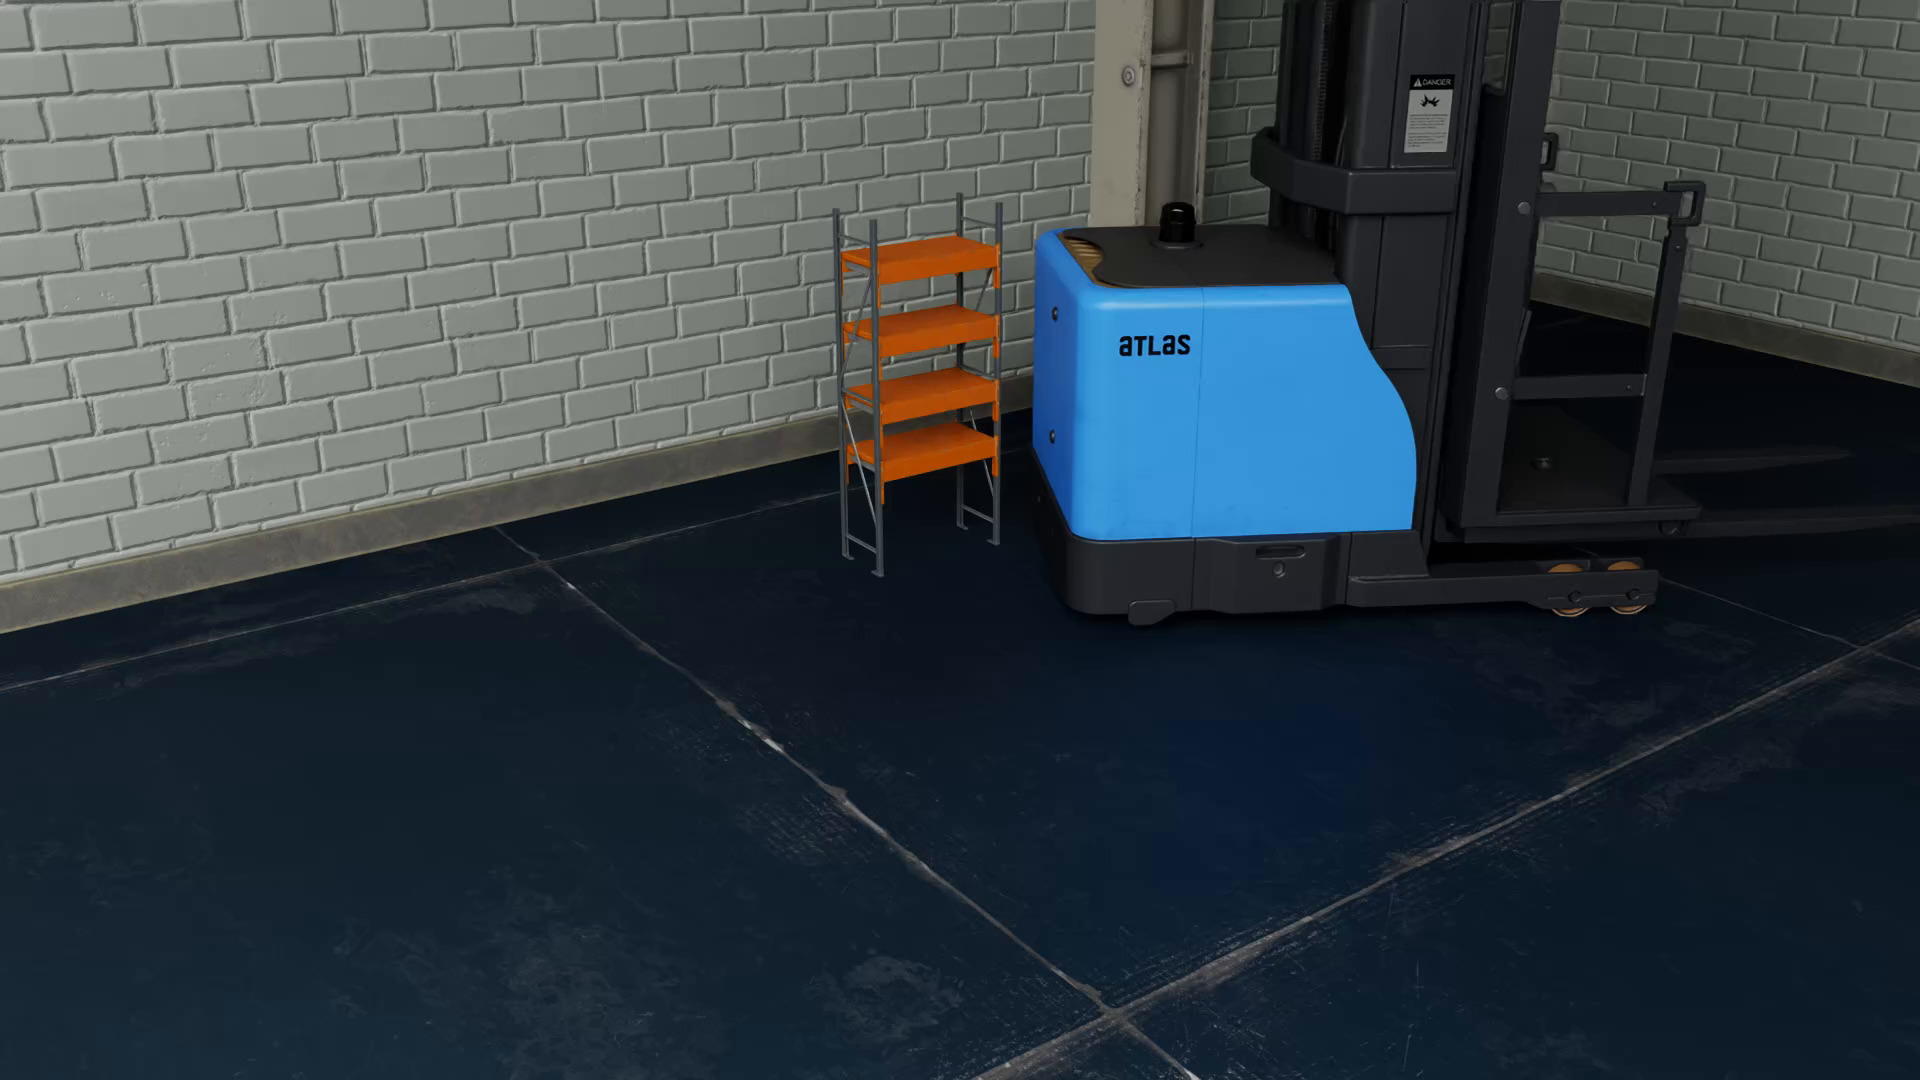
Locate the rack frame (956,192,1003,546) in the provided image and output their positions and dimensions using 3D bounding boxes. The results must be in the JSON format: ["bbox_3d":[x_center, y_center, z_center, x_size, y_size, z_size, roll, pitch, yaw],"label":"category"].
[{"bbox_3d":[0.064,-0.574,5.717,0.015,1.200,0.240,-15,26,-33],"label":"rack frame"}]

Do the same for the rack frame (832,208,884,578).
[{"bbox_3d":[-0.332,-0.469,5.452,0.015,1.200,0.240,-15,26,-33],"label":"rack frame"}]

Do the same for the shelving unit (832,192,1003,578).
[{"bbox_3d":[-0.134,-0.521,5.584,0.503,1.200,0.258,-15,26,-33],"label":"shelving unit"}]

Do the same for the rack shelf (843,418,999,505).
[{"bbox_3d":[-0.134,-0.275,5.683,0.480,0.148,0.258,-15,26,-33],"label":"rack shelf"}]

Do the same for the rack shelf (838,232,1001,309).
[{"bbox_3d":[-0.134,-0.886,5.439,0.480,0.148,0.258,-15,26,-33],"label":"rack shelf"}]

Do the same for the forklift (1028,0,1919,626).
[{"bbox_3d":[1.794,-1.310,5.223,3.031,2.935,1.130,-2,22,-5],"label":"forklift"}]

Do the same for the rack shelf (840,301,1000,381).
[{"bbox_3d":[-0.134,-0.667,5.526,0.480,0.148,0.258,-15,26,-33],"label":"rack shelf"}]

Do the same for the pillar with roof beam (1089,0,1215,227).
[{"bbox_3d":[3.329,-3.551,2.653,0.400,9.000,9.100,-15,26,-33],"label":"pillar with roof beam"}]

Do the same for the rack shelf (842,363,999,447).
[{"bbox_3d":[-0.134,-0.459,5.609,0.480,0.148,0.258,-15,26,-33],"label":"rack shelf"}]
